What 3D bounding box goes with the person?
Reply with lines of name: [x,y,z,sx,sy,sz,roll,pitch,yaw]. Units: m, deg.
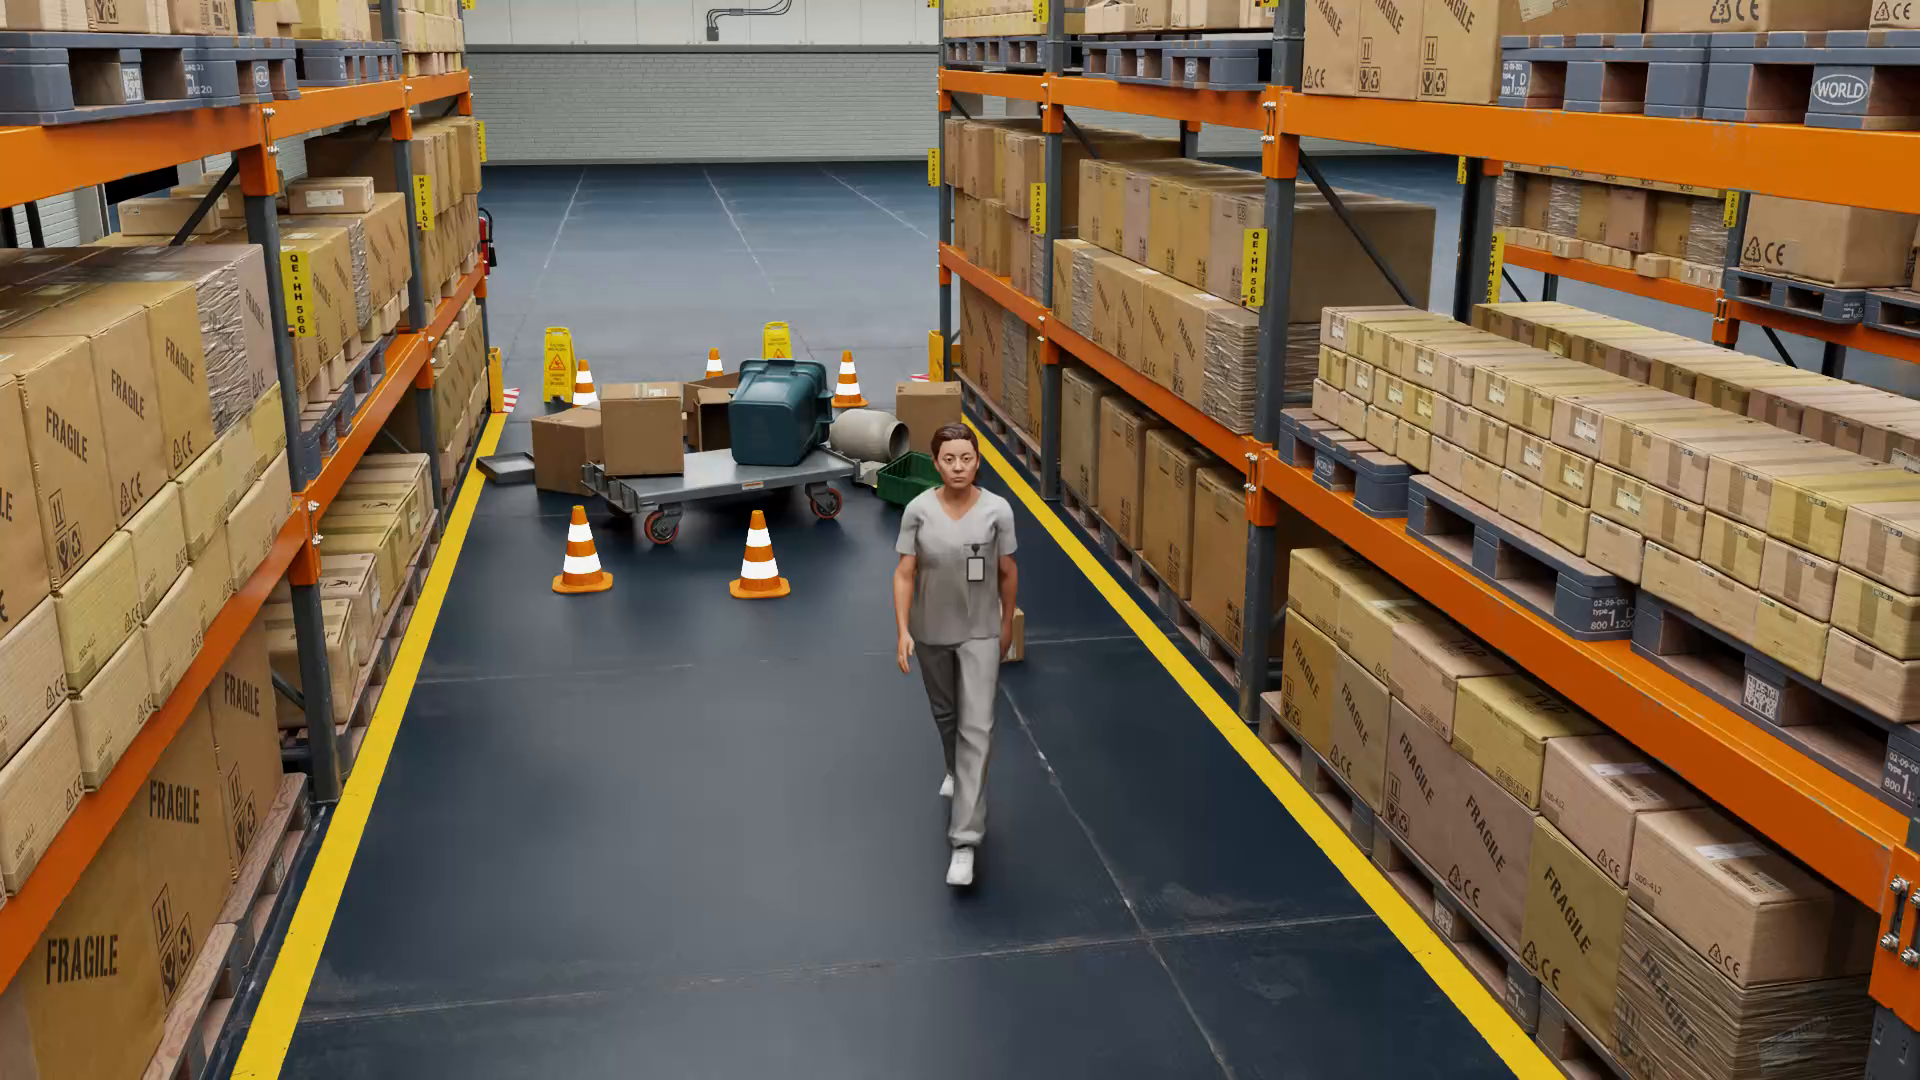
person: [-0.028,0.361,6.268,0.454,1.602,1.032,3,17,9]
